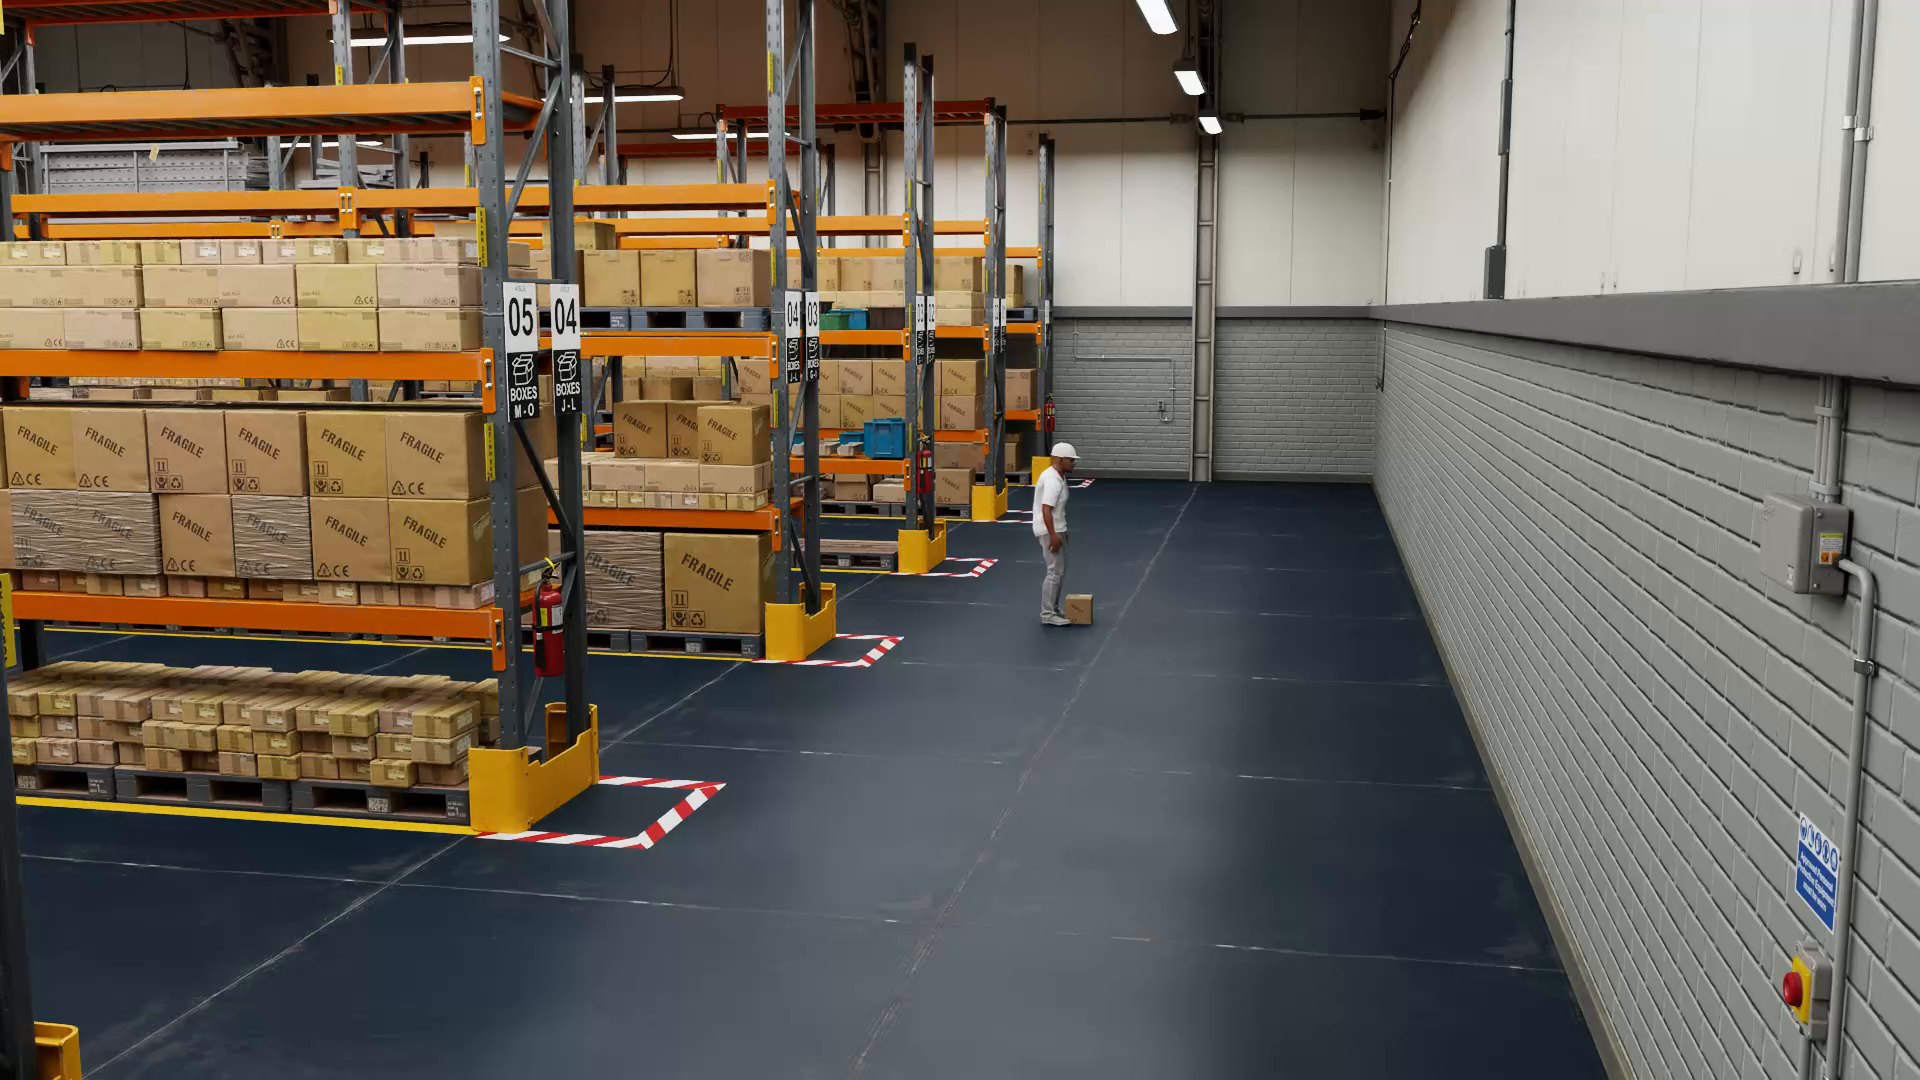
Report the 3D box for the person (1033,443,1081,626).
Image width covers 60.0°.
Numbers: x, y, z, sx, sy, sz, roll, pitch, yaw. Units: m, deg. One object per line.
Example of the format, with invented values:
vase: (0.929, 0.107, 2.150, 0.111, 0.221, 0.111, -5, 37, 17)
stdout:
person: (0.943, -0.071, 16.259, 0.458, 1.761, 0.628, 2, 8, 11)
